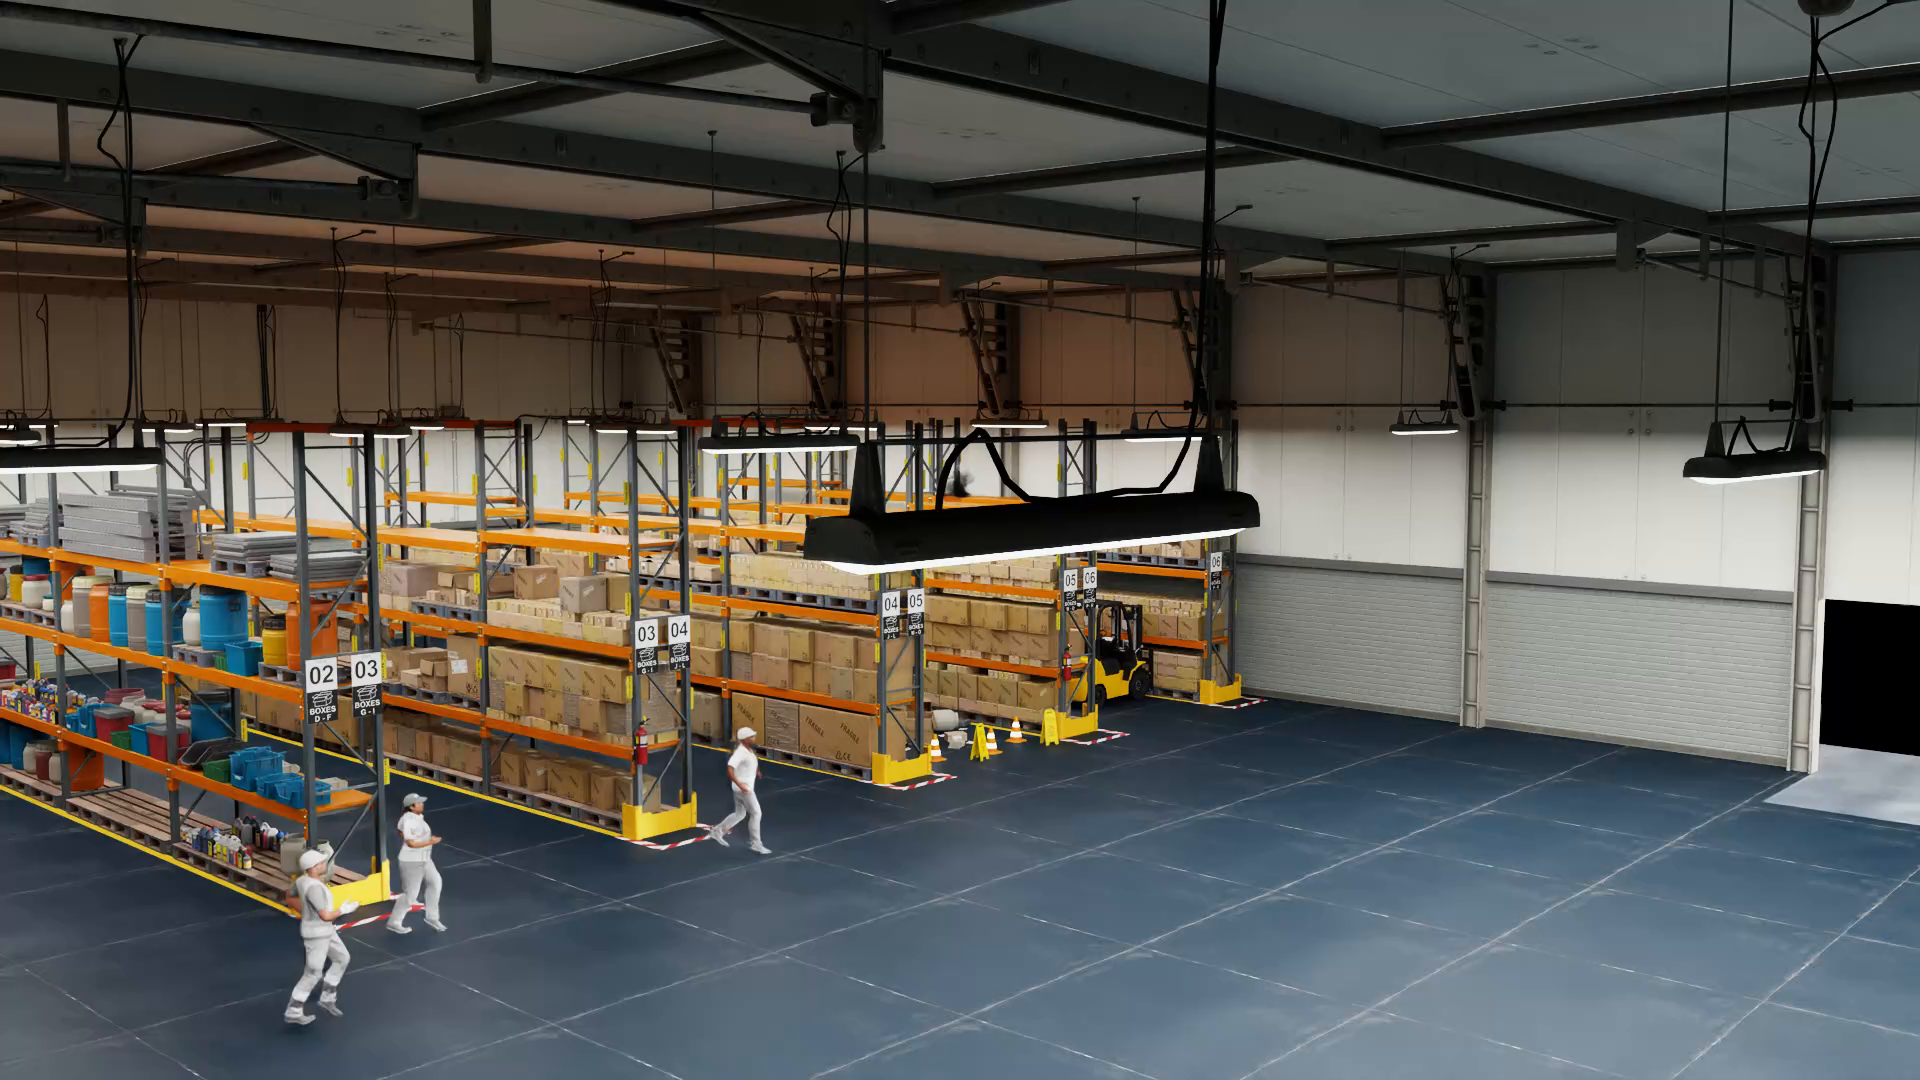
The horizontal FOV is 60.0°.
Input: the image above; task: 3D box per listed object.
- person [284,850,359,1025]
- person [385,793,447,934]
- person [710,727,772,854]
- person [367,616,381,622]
[{"bbox_3d":[-6.524,4.052,16.969,0.748,1.825,0.659,-2,5,-23],"label":"person"},{"bbox_3d":[-6.512,3.885,19.868,0.673,1.709,0.608,-1,5,-10],"label":"person"},{"bbox_3d":[-3.107,3.531,23.486,0.865,1.798,0.708,-1,5,-8],"label":"person"},{"bbox_3d":[-13.804,2.286,39.366,0.633,1.687,0.781,-2,5,-25],"label":"person"}]
